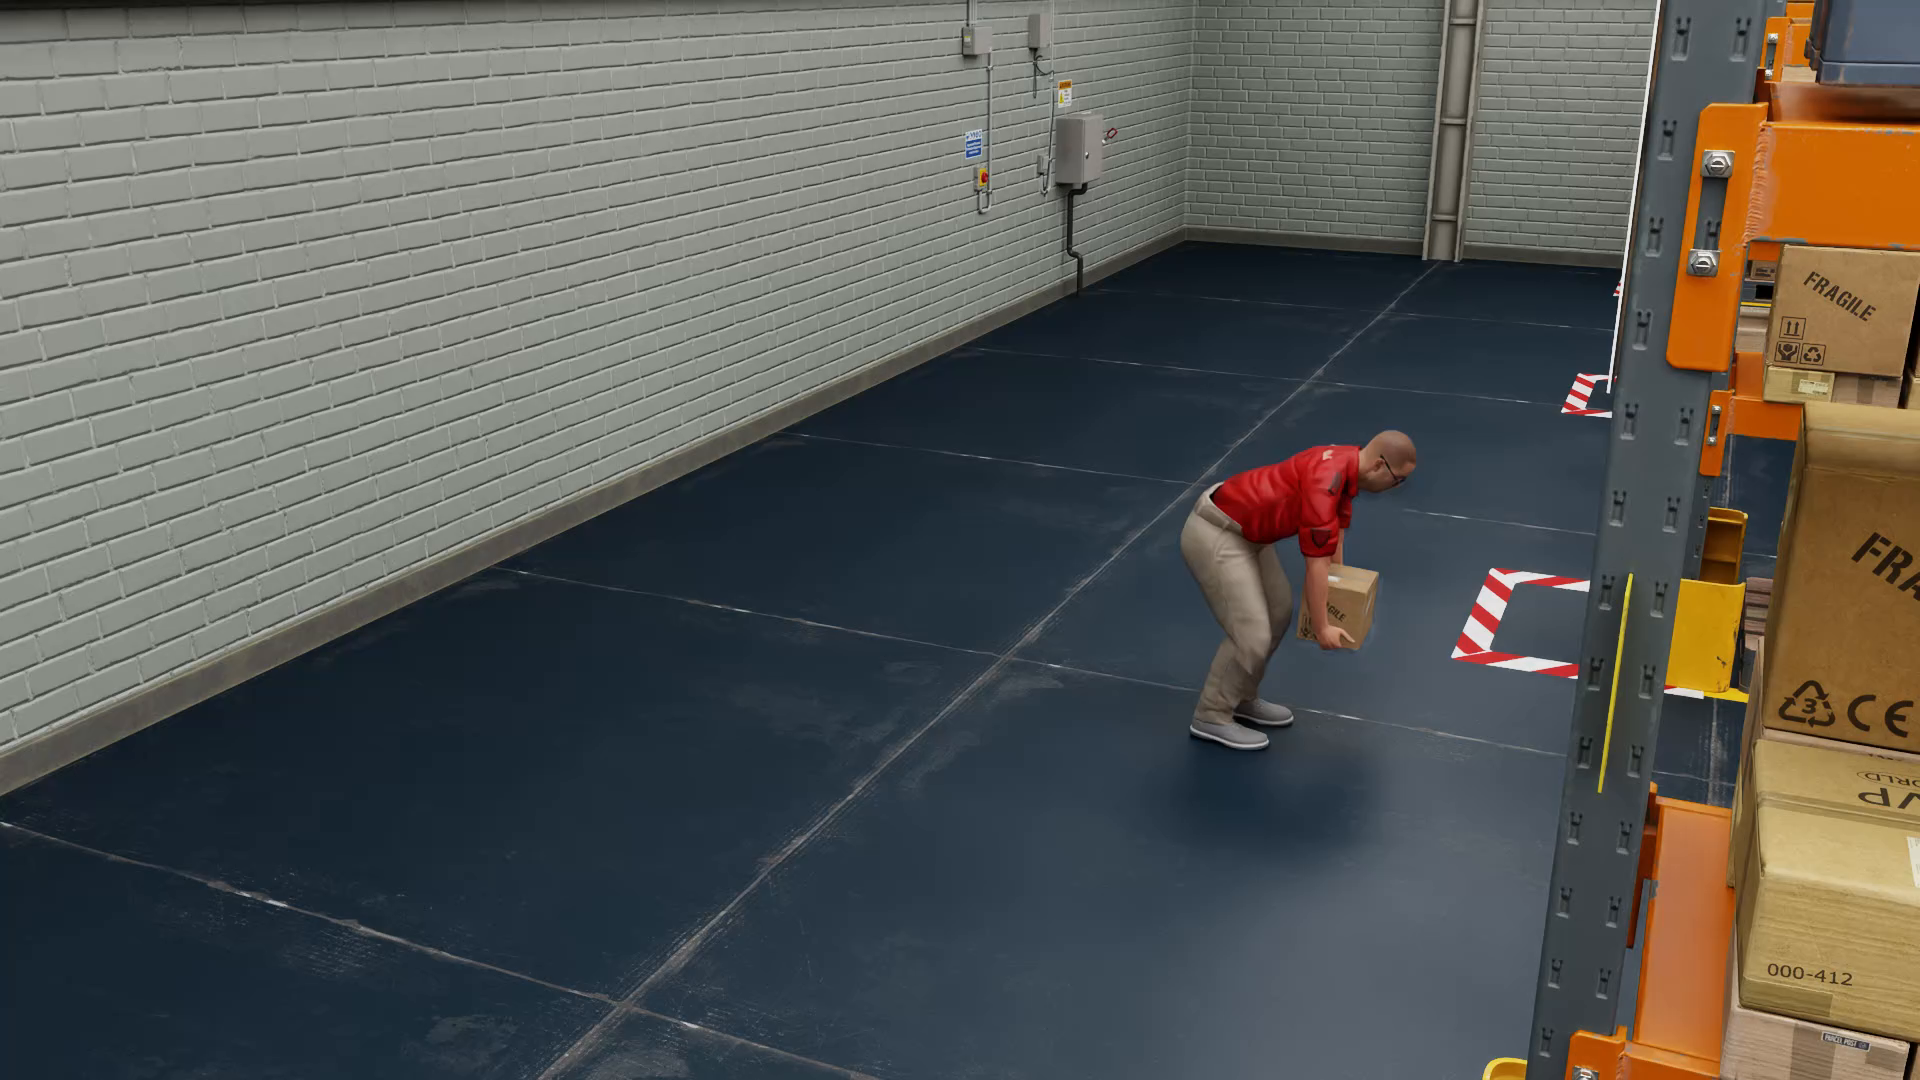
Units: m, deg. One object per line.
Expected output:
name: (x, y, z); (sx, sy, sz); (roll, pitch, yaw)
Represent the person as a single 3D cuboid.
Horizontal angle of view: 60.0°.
person: (1.331, 0.181, 6.683); (0.883, 1.330, 0.496); (8, 20, 21)
